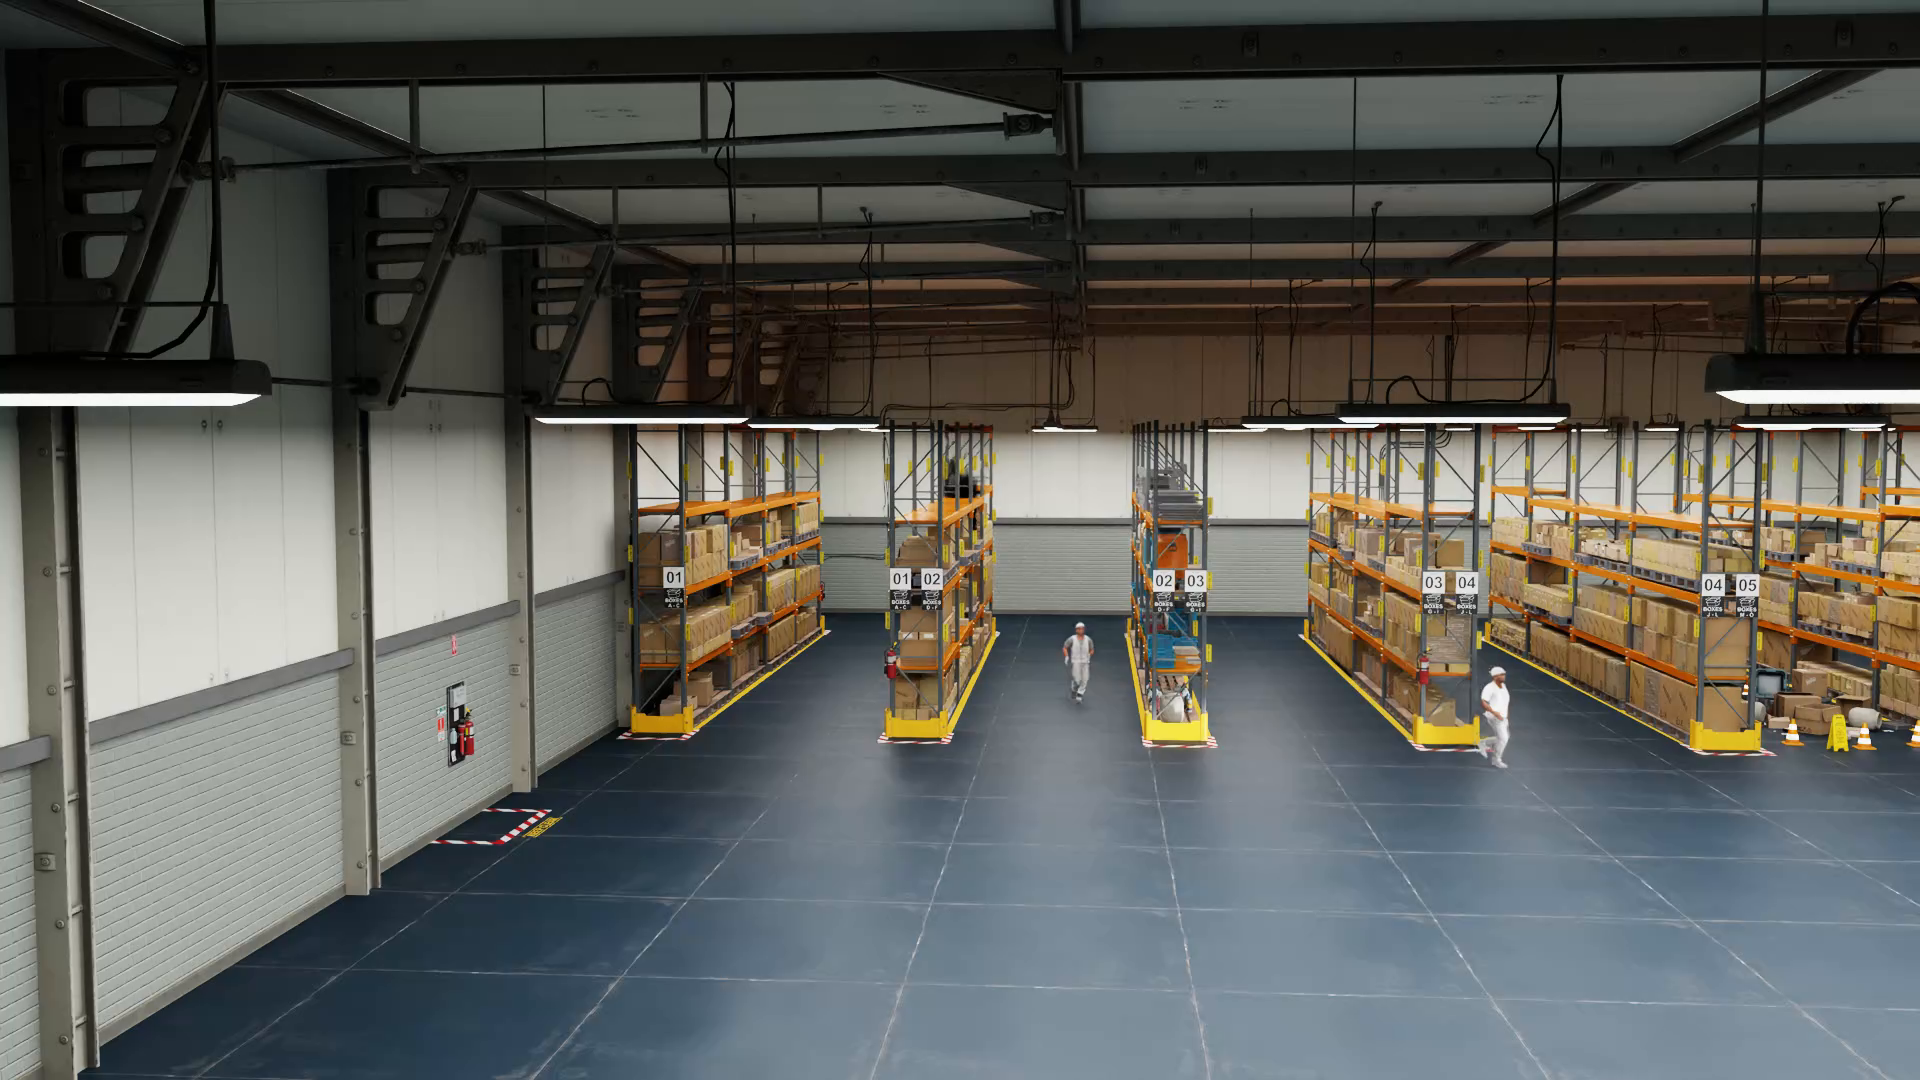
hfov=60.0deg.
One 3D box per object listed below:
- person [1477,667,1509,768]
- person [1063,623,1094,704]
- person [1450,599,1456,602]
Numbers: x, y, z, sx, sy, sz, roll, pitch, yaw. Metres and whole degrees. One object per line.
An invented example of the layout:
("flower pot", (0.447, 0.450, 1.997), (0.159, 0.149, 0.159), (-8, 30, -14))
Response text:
("person", (9.228, 3.045, 28.771), (0.619, 1.725, 0.736), (3, 5, 43))
("person", (2.547, 2.623, 35.192), (0.651, 1.743, 0.585), (-1, 4, -10))
("person", (13.280, 2.106, 44.567), (0.598, 1.660, 0.683), (1, 4, 13))
